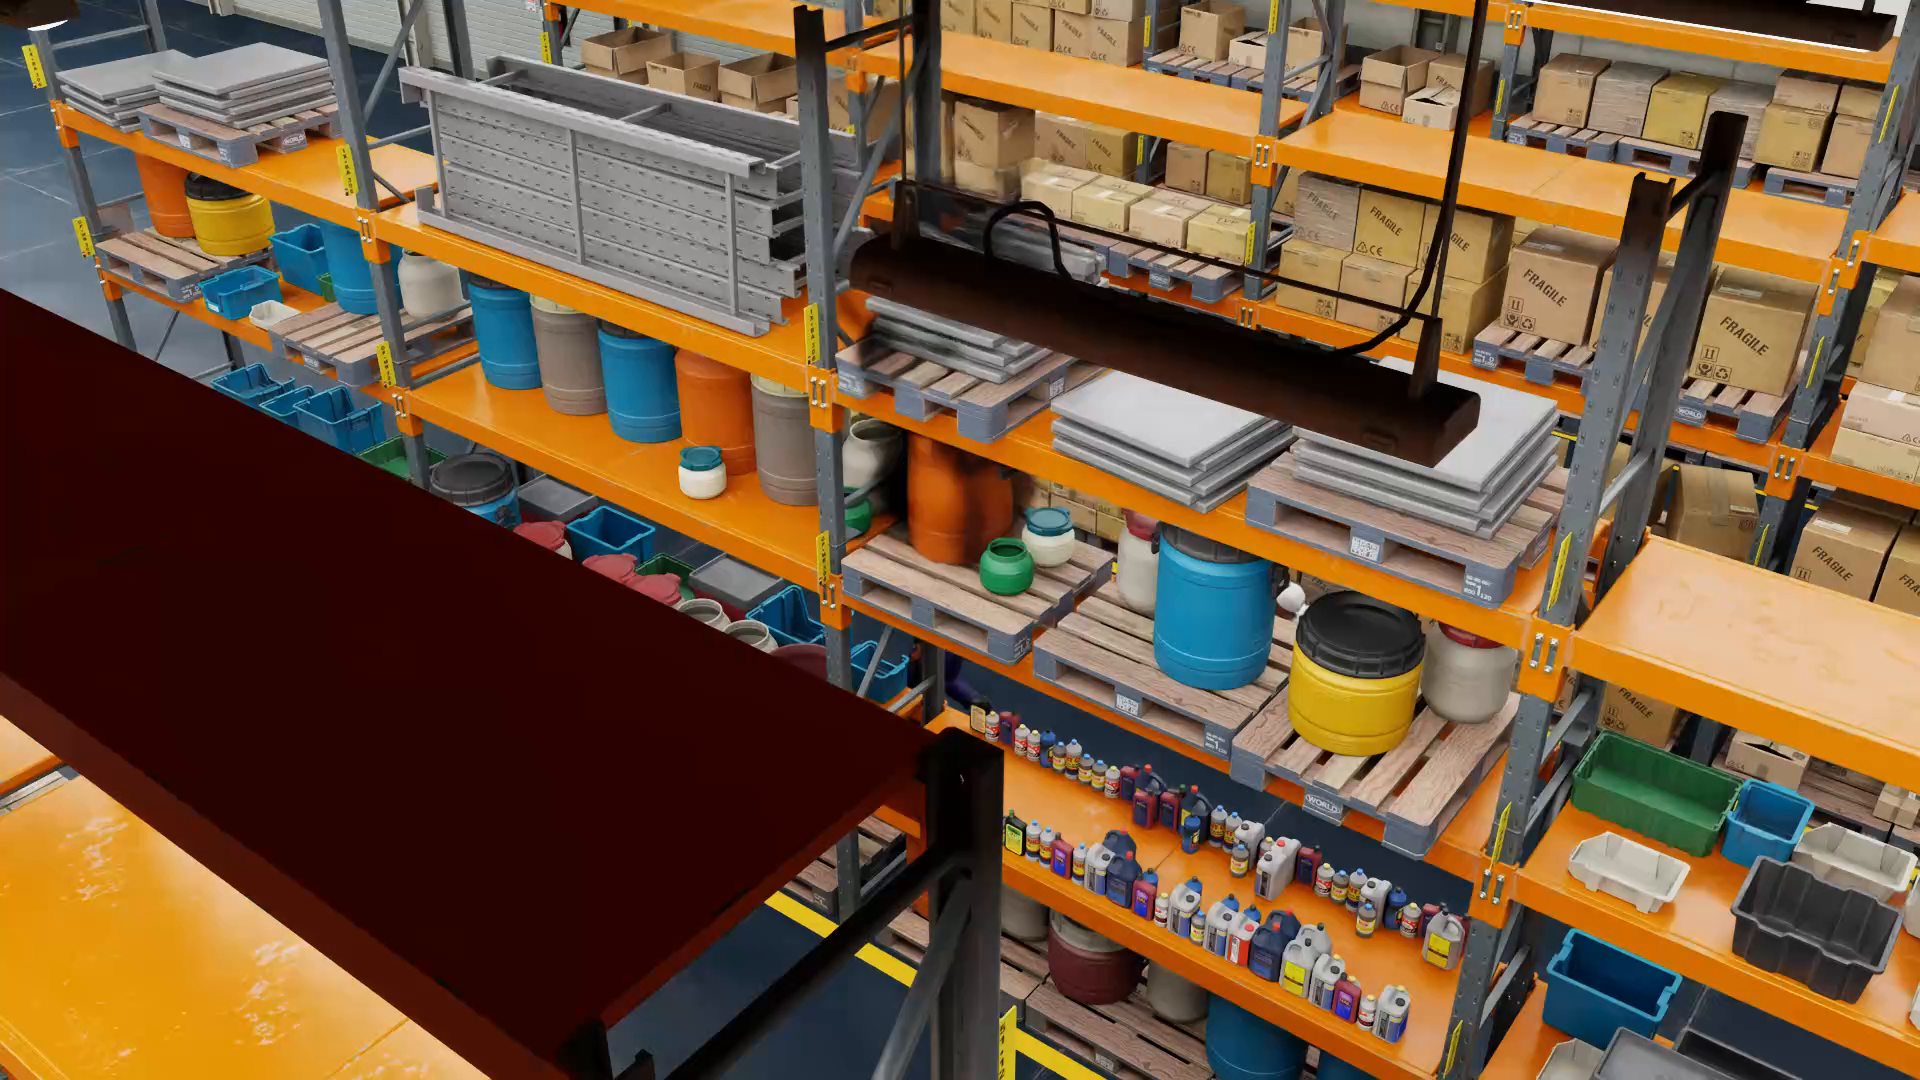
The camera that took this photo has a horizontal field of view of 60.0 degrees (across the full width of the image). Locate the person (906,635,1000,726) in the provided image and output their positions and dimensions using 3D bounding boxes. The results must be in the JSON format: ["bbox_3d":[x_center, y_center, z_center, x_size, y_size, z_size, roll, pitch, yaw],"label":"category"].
[{"bbox_3d":[-0.126,0.830,12.373,0.886,1.625,0.592,18,36,26],"label":"person"}]

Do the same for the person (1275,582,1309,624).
[{"bbox_3d":[2.248,1.032,11.931,0.733,1.792,0.692,15,34,22],"label":"person"}]
